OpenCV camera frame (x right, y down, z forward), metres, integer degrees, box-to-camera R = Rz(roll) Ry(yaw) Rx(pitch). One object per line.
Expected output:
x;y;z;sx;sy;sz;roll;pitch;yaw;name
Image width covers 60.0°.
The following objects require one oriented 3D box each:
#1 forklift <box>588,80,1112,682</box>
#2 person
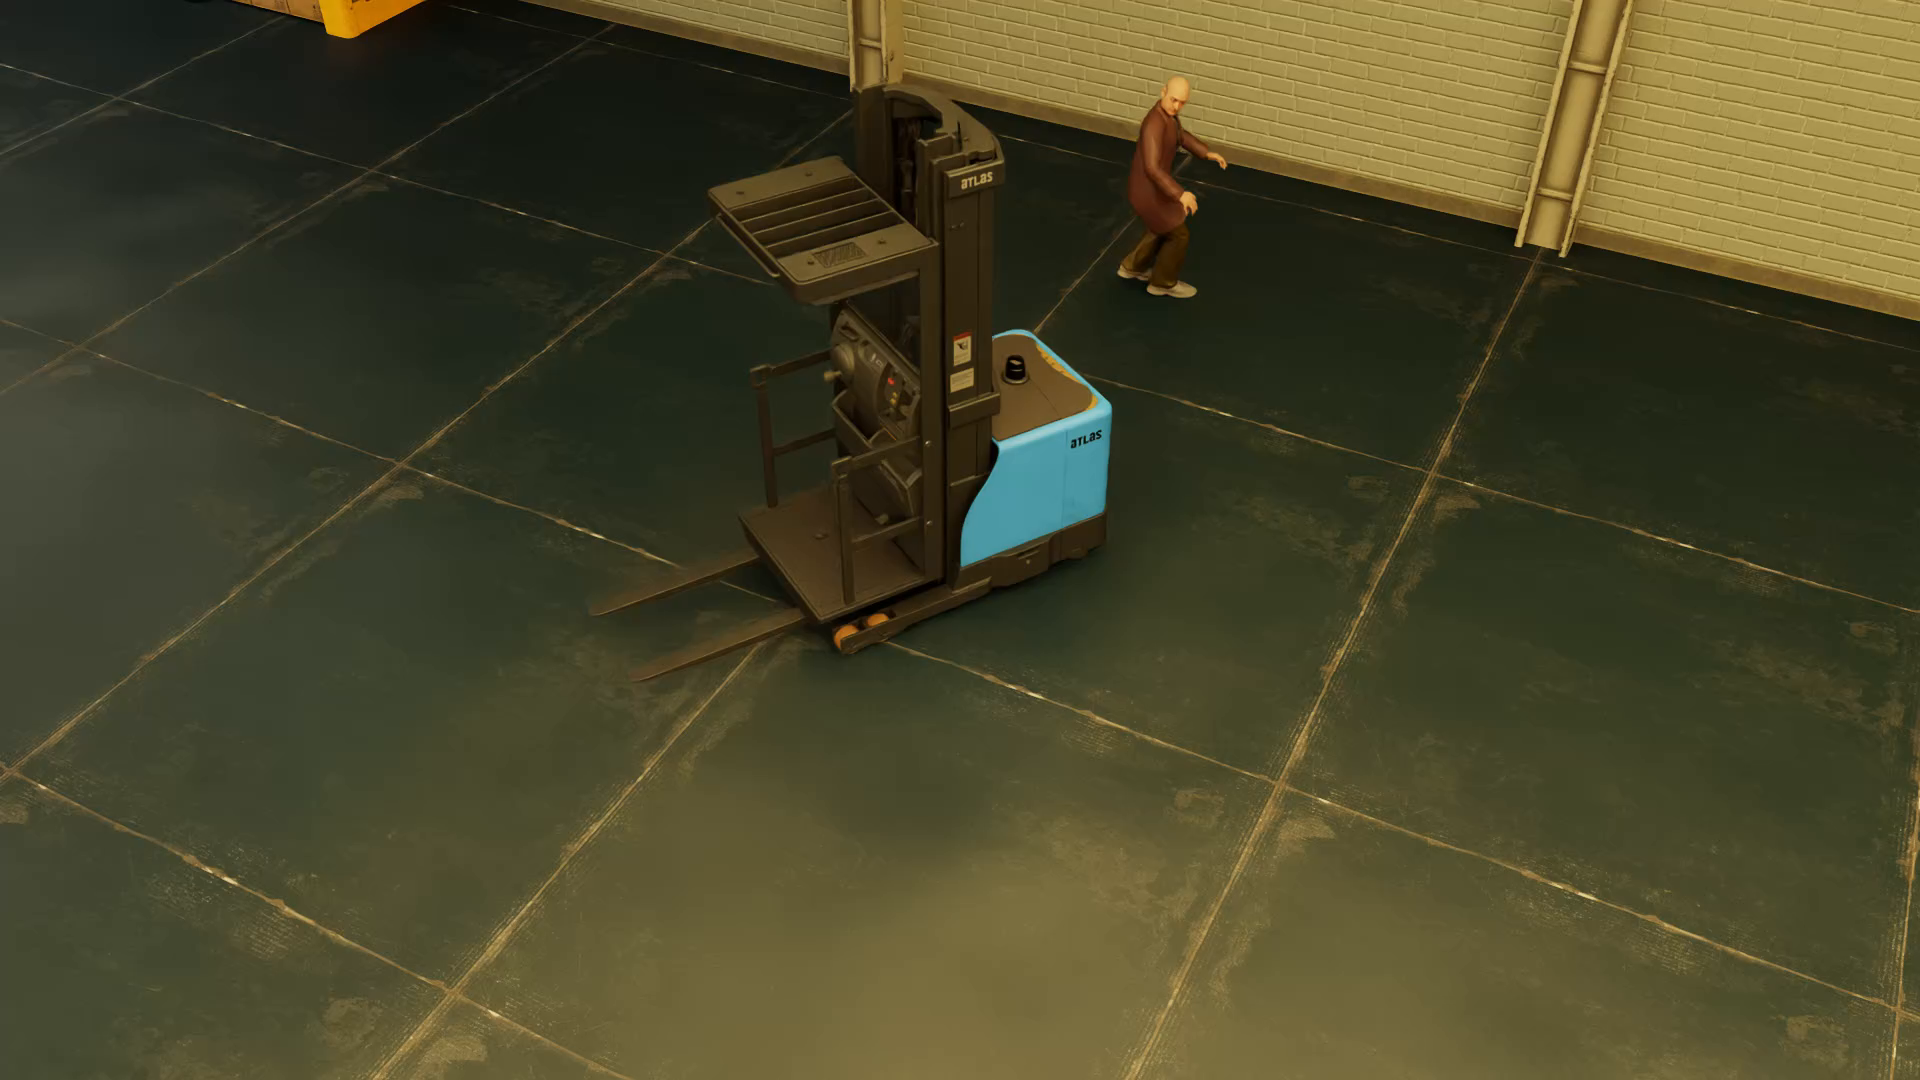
-0.643;-0.861;9.009;3.031;2.935;1.130;-21;44;-23;forklift
1.552;-2.509;11.942;0.756;1.697;0.863;1;40;1;person
